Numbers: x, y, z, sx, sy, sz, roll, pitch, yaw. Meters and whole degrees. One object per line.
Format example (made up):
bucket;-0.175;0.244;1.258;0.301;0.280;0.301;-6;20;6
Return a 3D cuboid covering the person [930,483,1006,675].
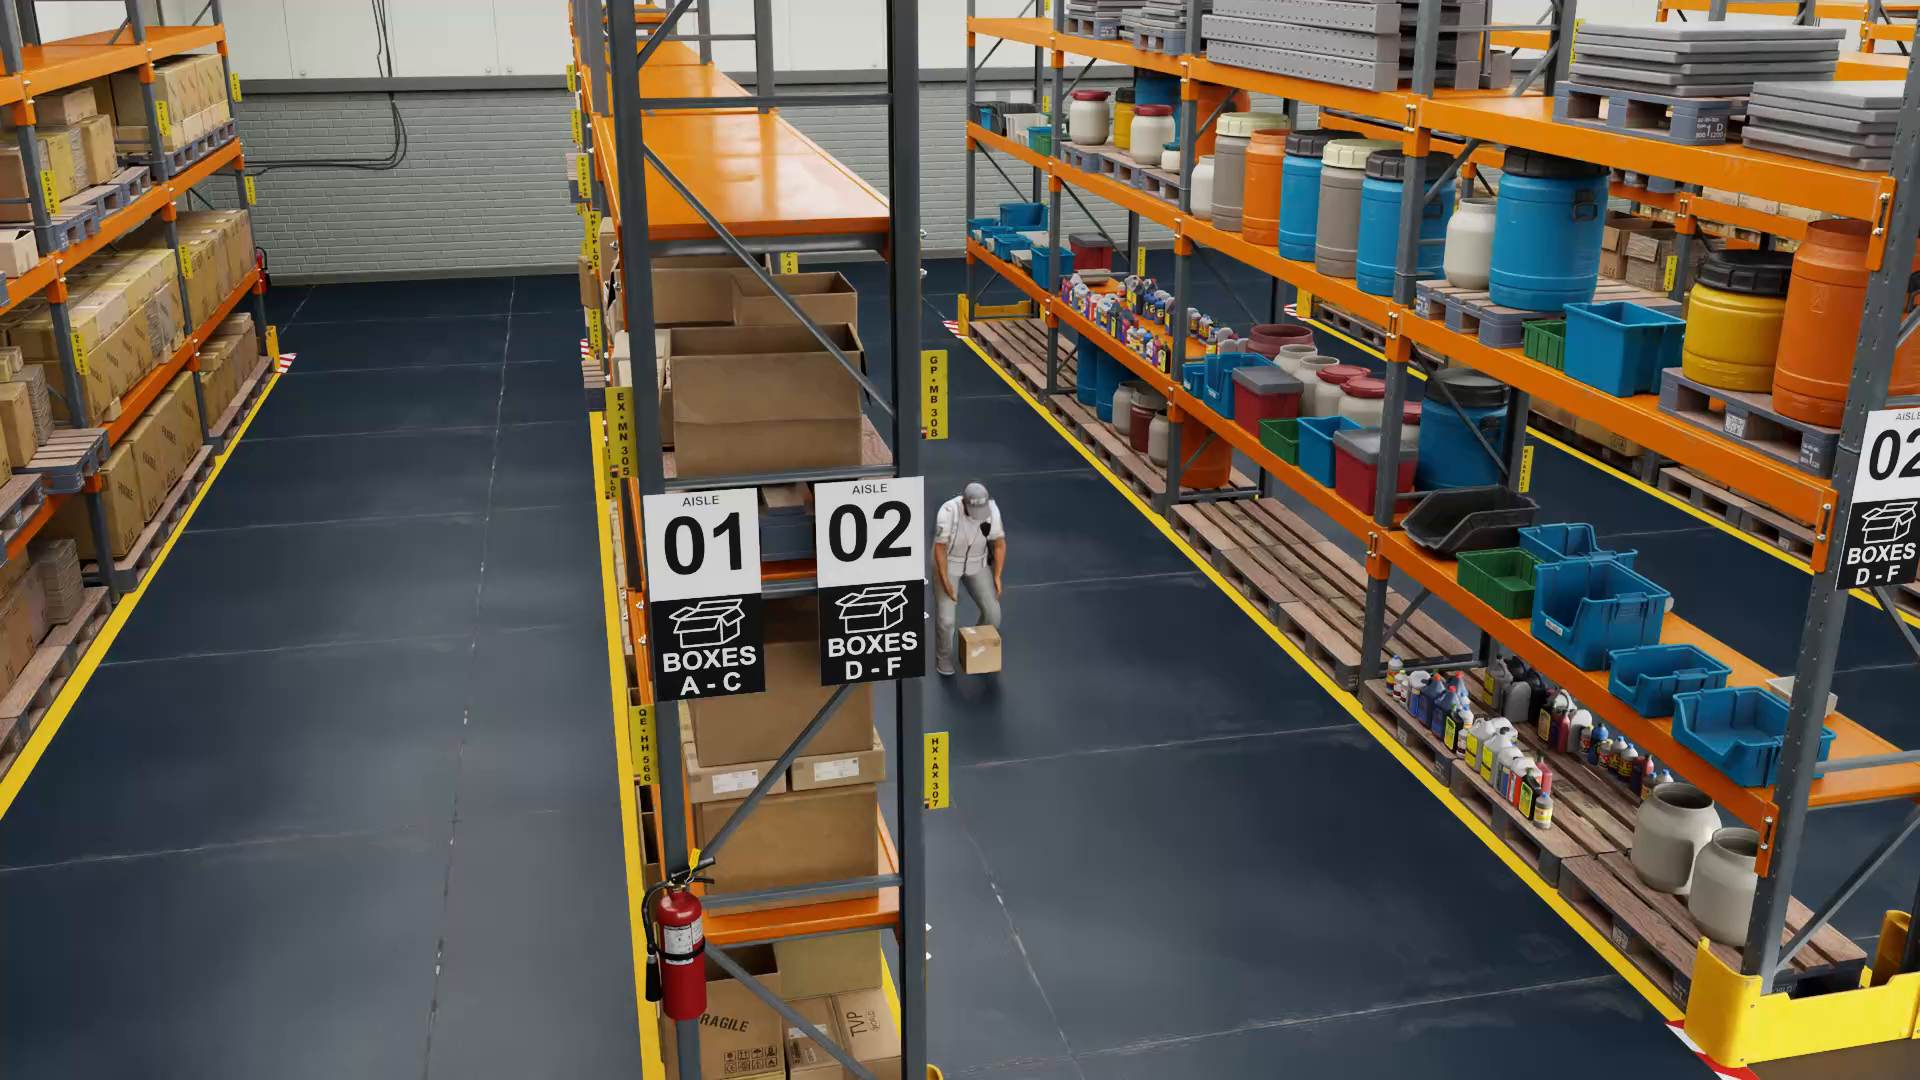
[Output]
person;0.062;0.241;11.963;0.528;1.480;0.652;-4;20;-12
